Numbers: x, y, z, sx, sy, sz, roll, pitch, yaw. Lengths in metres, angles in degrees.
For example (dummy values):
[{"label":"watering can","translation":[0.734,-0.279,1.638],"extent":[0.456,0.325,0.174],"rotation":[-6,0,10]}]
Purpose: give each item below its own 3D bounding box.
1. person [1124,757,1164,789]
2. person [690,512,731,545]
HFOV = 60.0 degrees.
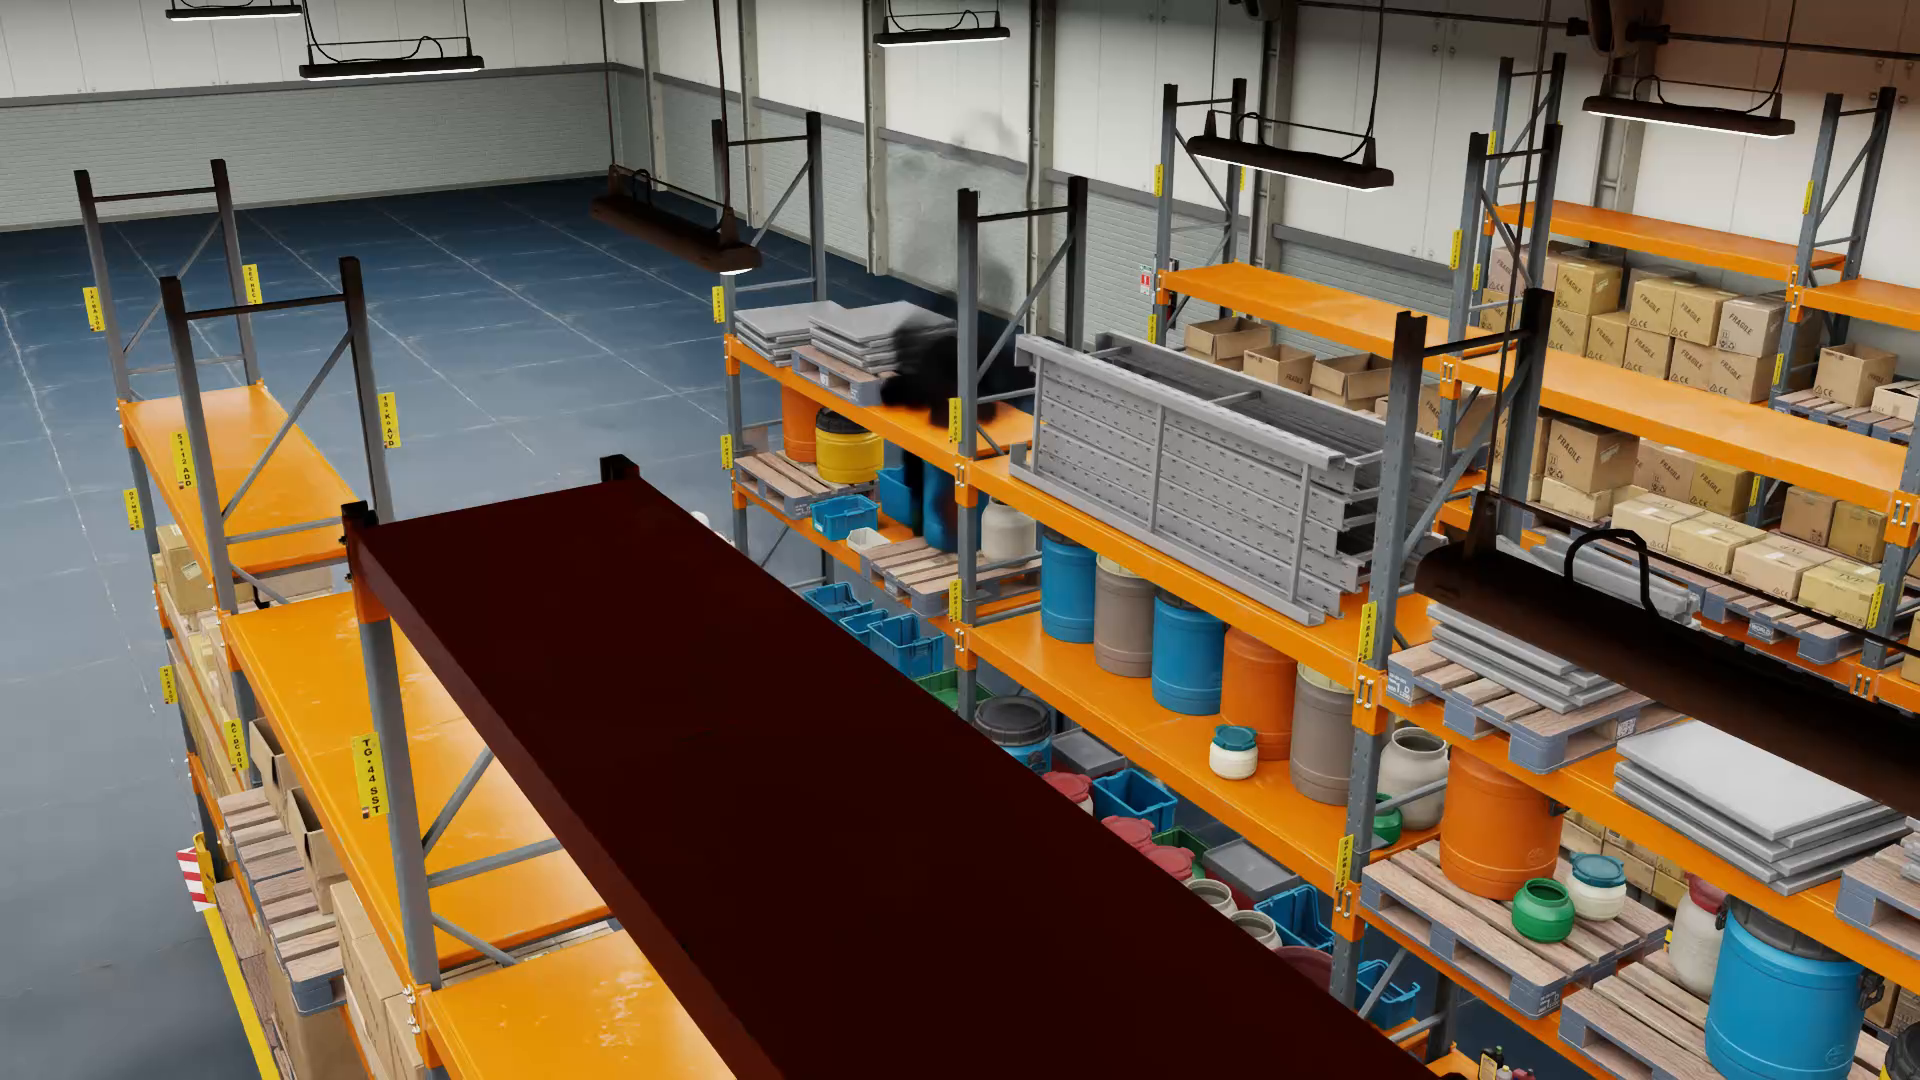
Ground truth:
[{"label":"person","translation":[1.646,1.790,14.700],"extent":[0.551,1.630,0.585],"rotation":[-18,28,-38]},{"label":"person","translation":[-2.654,0.576,17.607],"extent":[0.785,1.830,0.706],"rotation":[3,22,7]}]
